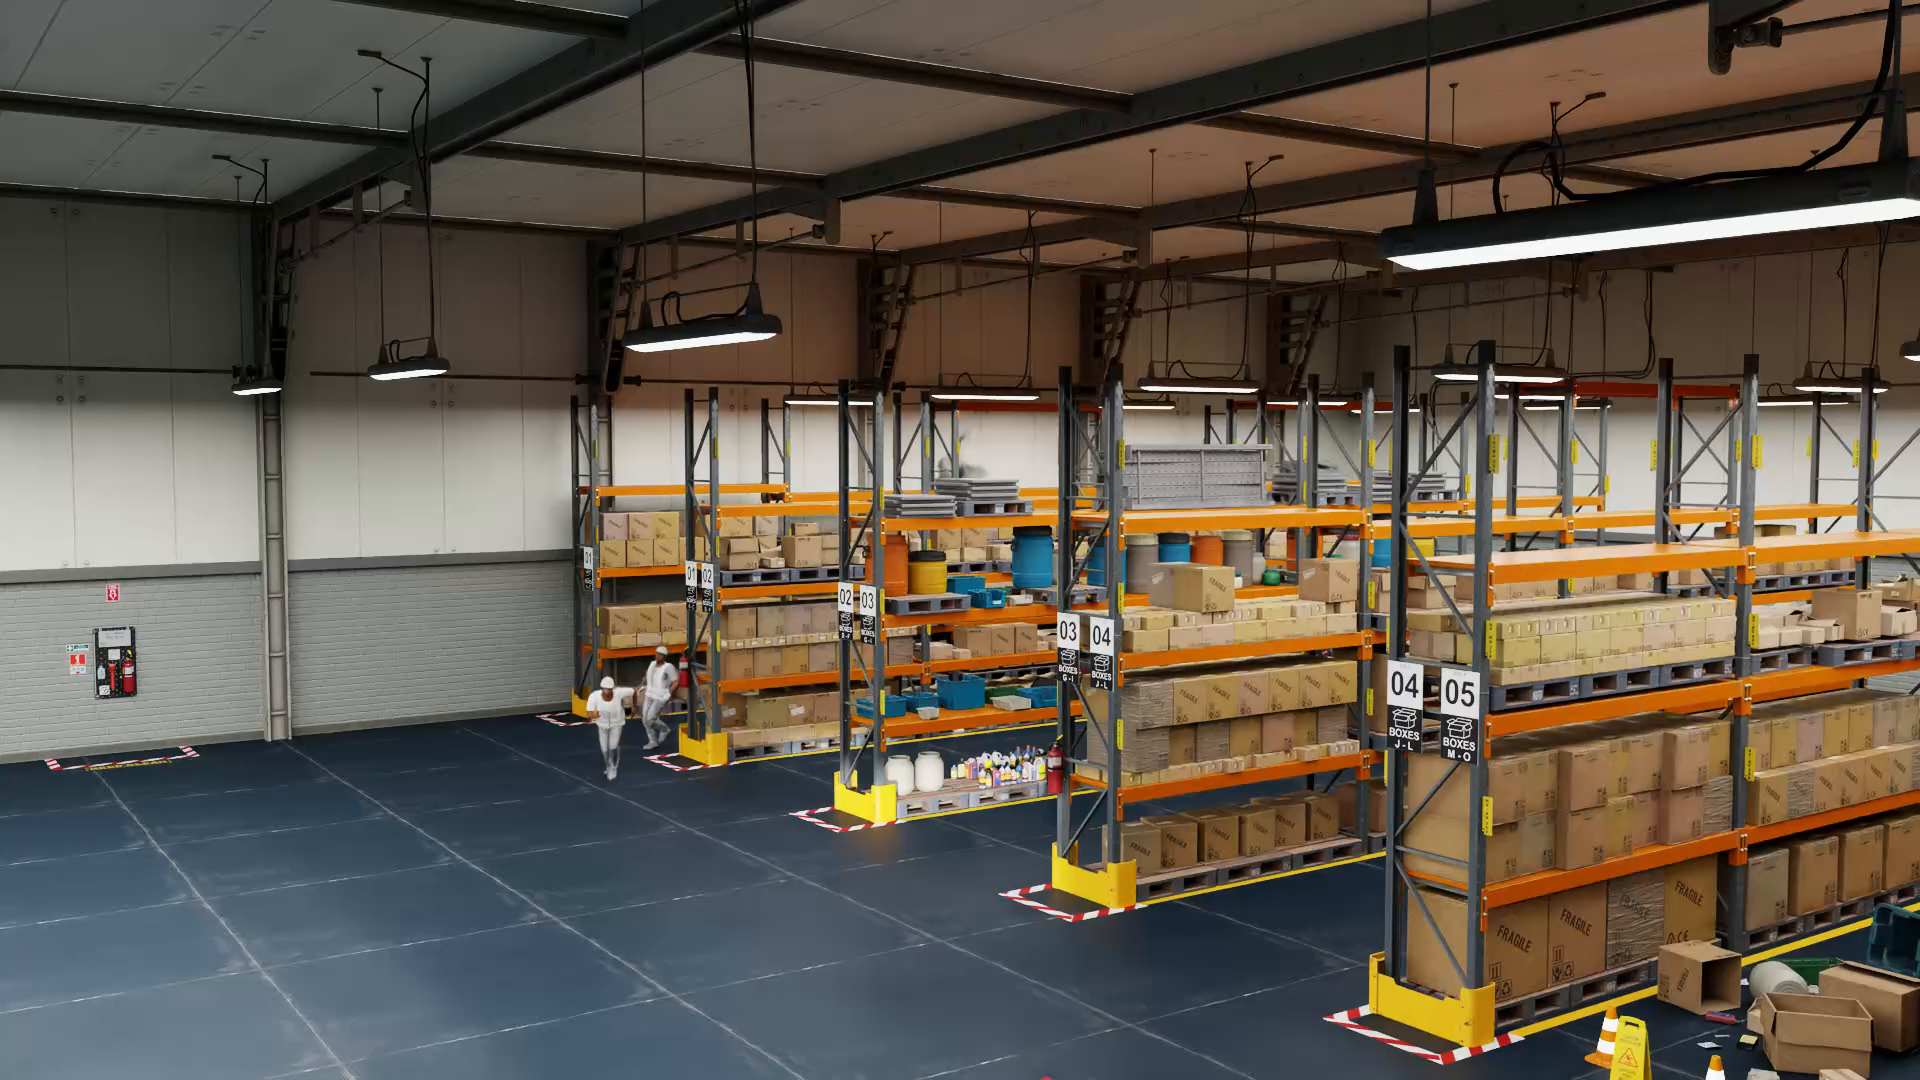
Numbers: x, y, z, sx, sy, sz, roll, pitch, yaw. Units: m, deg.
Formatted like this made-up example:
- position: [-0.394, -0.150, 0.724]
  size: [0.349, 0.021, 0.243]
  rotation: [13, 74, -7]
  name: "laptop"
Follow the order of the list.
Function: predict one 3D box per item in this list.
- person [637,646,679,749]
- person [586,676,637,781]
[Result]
- position: [-5.040, 2.632, 27.810]
  size: [0.752, 1.730, 0.549]
  rotation: [2, 4, 34]
  name: "person"
- position: [-5.264, 2.842, 25.192]
  size: [0.738, 1.627, 0.948]
  rotation: [0, 3, -5]
  name: "person"
